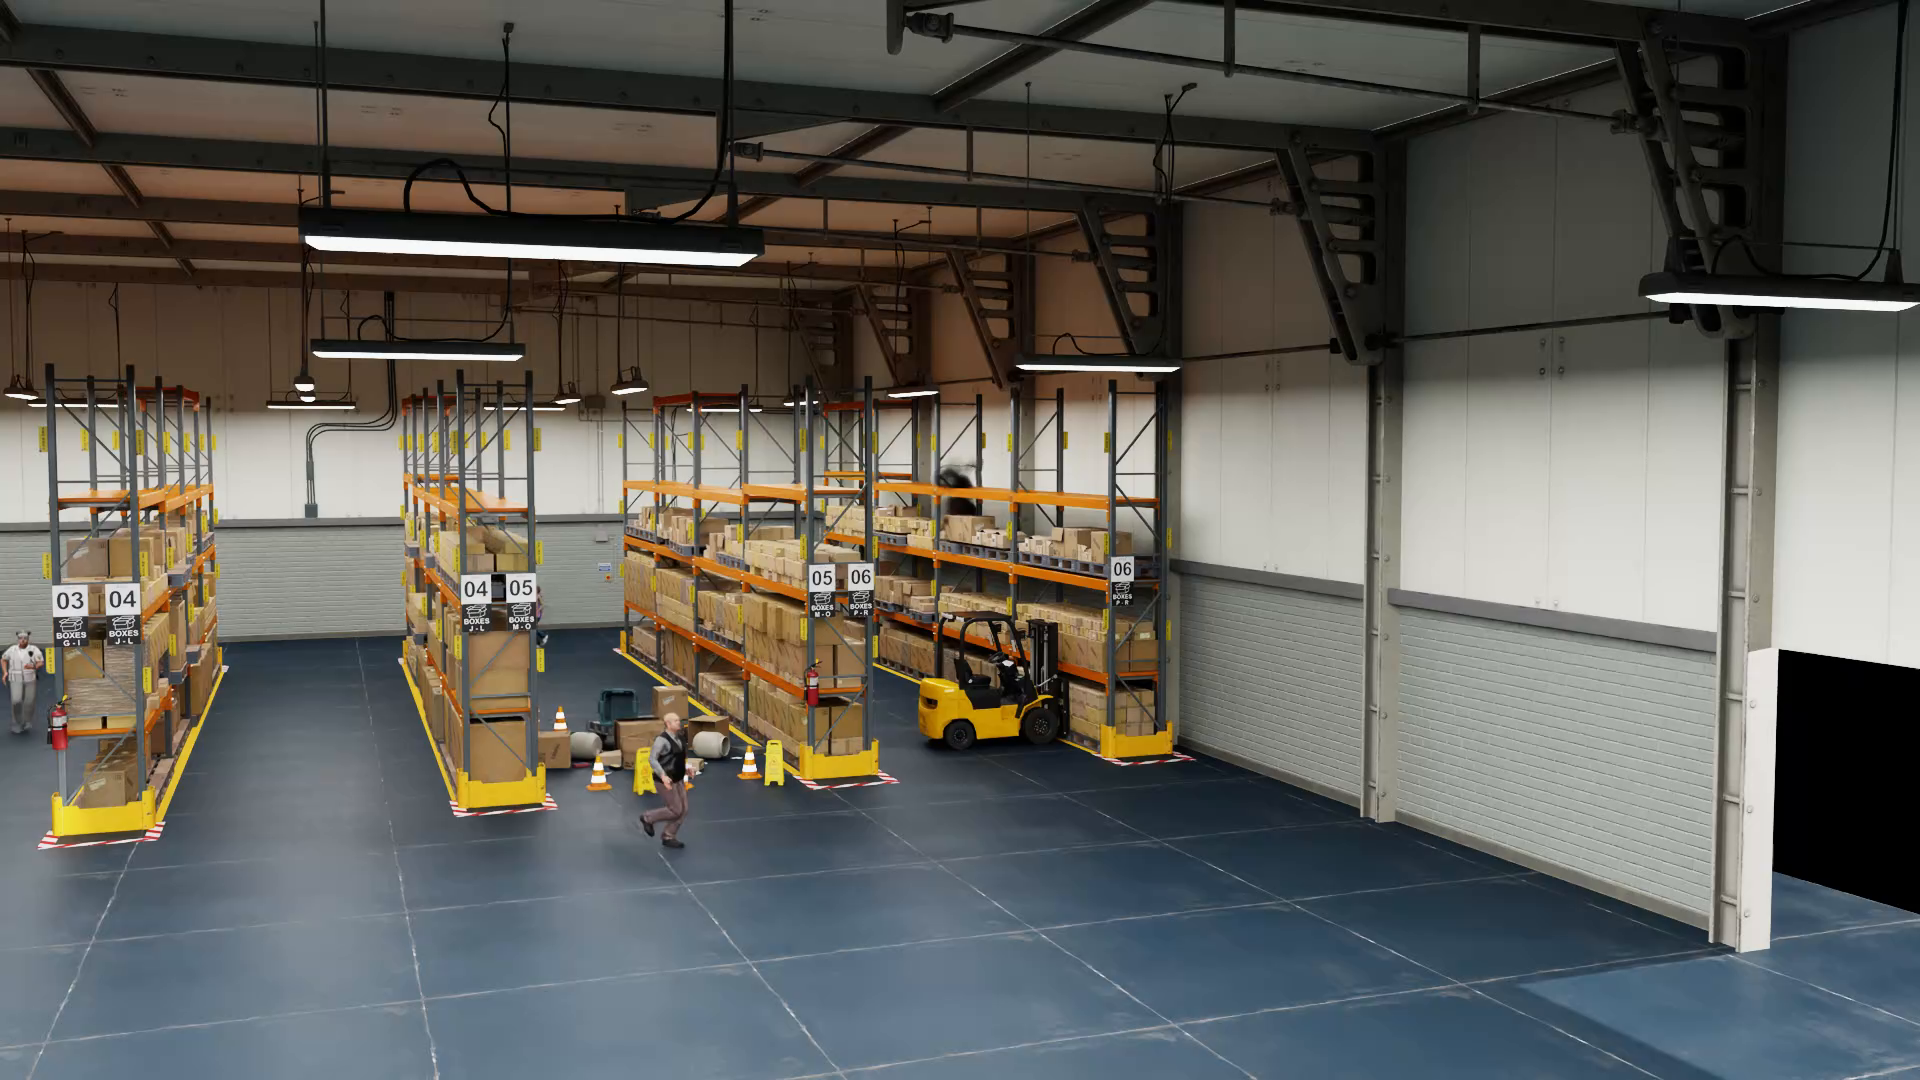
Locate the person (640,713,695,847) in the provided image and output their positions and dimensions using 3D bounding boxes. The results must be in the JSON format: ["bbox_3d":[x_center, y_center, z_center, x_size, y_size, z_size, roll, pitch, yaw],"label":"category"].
[{"bbox_3d":[-3.632,2.970,20.605,0.616,1.674,0.651,1,4,20],"label":"person"}]

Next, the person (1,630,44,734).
[{"bbox_3d":[-16.172,2.451,28.704,0.634,1.818,0.730,-2,4,-32],"label":"person"}]

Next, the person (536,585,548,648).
[{"bbox_3d":[-10.313,1.866,40.383,0.559,1.551,0.532,-2,4,-36],"label":"person"}]
